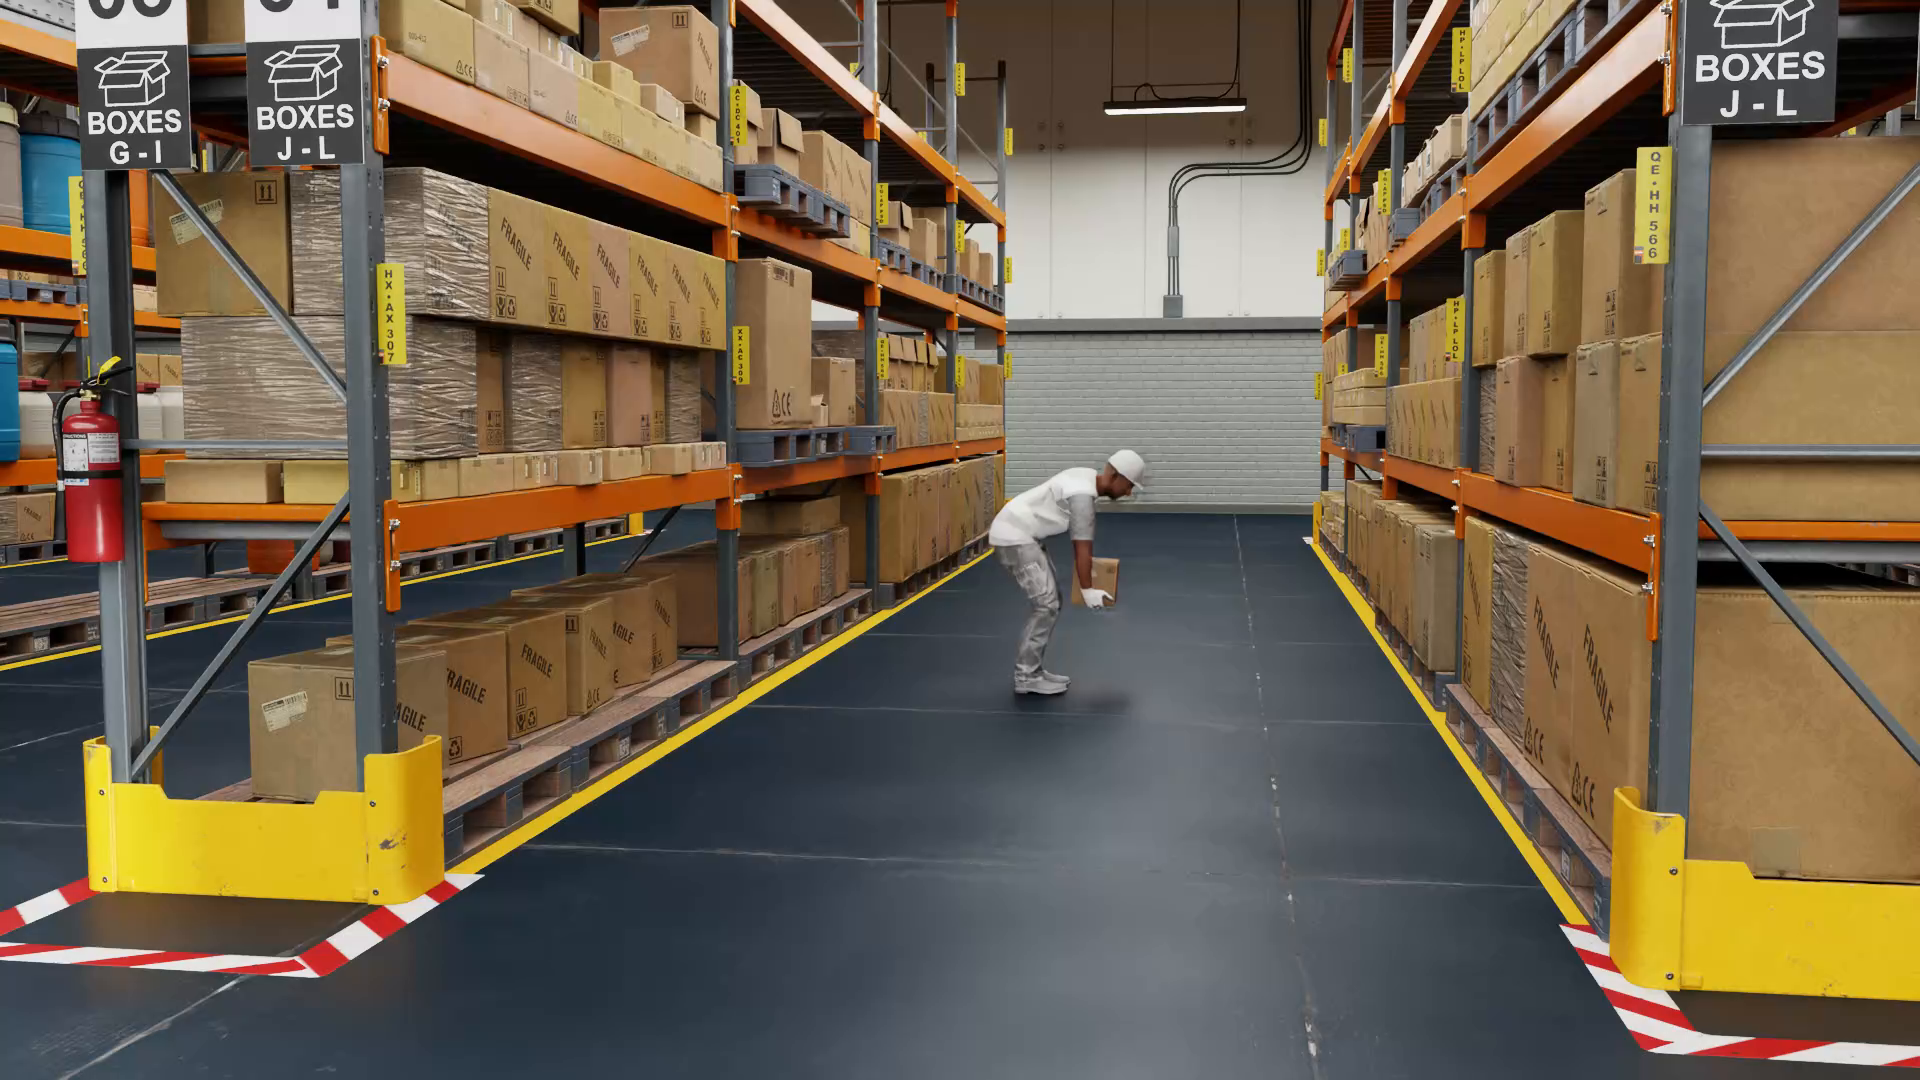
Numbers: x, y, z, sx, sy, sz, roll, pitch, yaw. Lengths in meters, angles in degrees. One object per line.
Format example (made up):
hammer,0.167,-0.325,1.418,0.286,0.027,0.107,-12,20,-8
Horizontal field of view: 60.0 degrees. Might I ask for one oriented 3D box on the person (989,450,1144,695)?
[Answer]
person,0.613,0.178,9.632,0.895,1.398,0.494,1,4,7
